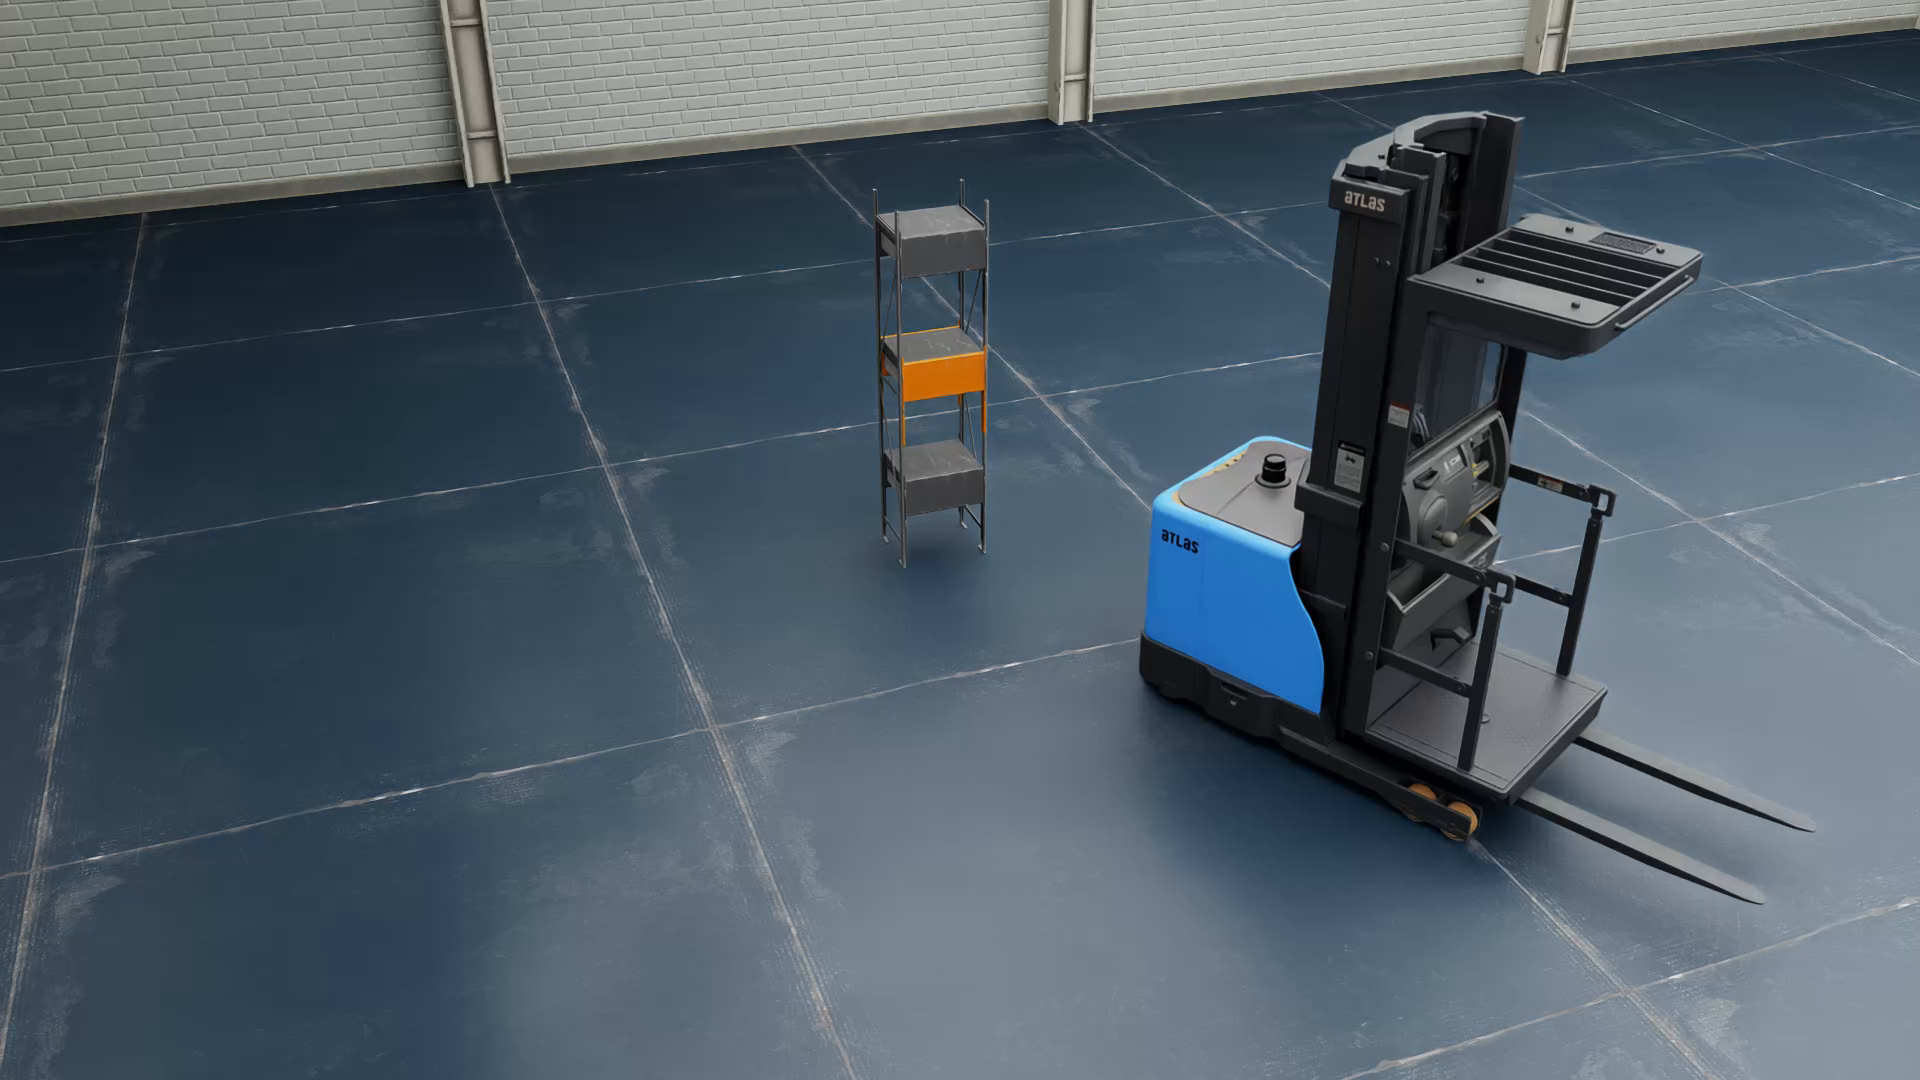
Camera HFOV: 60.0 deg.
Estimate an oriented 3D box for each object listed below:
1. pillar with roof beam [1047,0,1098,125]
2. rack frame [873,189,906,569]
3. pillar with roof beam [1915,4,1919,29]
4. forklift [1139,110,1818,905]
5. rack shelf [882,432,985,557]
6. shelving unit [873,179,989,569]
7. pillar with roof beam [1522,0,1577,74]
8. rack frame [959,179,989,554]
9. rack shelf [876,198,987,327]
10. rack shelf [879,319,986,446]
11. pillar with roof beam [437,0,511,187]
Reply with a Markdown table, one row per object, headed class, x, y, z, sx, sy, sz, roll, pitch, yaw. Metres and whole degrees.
| class | x | y | z | sx | sy | sz | roll | pitch | yaw |
| --- | --- | --- | --- | --- | --- | --- | --- | --- | --- |
| pillar with roof beam | 2.659 | -6.348 | 11.802 | 0.400 | 9.000 | 9.100 | -10 | 31 | -18 |
| rack frame | -0.384 | -0.842 | 9.106 | 0.015 | 2.100 | 0.400 | -10 | 31 | -18 |
| pillar with roof beam | 13.906 | -8.420 | 15.438 | 0.400 | 9.000 | 9.100 | -10 | 31 | -18 |
| forklift | 2.340 | -0.232 | 7.196 | 3.031 | 2.935 | 1.130 | 24 | 37 | 36 |
| rack shelf | -0.155 | -0.264 | 9.533 | 0.480 | 0.518 | 0.431 | -10 | 31 | -18 |
| shelving unit | -0.155 | -0.884 | 9.180 | 0.503 | 2.100 | 0.431 | -10 | 31 | -18 |
| pillar with roof beam | 8.282 | -7.384 | 13.620 | 0.400 | 9.000 | 9.100 | -10 | 31 | -18 |
| rack frame | 0.074 | -0.926 | 9.254 | 0.015 | 2.100 | 0.400 | -10 | 31 | -18 |
| rack shelf | -0.155 | -1.480 | 8.840 | 0.480 | 0.518 | 0.431 | -10 | 31 | -18 |
| rack shelf | -0.155 | -0.872 | 9.187 | 0.480 | 0.518 | 0.431 | -10 | 31 | -18 |
| pillar with roof beam | -2.965 | -5.313 | 9.985 | 0.400 | 9.000 | 9.100 | -10 | 31 | -18 |
